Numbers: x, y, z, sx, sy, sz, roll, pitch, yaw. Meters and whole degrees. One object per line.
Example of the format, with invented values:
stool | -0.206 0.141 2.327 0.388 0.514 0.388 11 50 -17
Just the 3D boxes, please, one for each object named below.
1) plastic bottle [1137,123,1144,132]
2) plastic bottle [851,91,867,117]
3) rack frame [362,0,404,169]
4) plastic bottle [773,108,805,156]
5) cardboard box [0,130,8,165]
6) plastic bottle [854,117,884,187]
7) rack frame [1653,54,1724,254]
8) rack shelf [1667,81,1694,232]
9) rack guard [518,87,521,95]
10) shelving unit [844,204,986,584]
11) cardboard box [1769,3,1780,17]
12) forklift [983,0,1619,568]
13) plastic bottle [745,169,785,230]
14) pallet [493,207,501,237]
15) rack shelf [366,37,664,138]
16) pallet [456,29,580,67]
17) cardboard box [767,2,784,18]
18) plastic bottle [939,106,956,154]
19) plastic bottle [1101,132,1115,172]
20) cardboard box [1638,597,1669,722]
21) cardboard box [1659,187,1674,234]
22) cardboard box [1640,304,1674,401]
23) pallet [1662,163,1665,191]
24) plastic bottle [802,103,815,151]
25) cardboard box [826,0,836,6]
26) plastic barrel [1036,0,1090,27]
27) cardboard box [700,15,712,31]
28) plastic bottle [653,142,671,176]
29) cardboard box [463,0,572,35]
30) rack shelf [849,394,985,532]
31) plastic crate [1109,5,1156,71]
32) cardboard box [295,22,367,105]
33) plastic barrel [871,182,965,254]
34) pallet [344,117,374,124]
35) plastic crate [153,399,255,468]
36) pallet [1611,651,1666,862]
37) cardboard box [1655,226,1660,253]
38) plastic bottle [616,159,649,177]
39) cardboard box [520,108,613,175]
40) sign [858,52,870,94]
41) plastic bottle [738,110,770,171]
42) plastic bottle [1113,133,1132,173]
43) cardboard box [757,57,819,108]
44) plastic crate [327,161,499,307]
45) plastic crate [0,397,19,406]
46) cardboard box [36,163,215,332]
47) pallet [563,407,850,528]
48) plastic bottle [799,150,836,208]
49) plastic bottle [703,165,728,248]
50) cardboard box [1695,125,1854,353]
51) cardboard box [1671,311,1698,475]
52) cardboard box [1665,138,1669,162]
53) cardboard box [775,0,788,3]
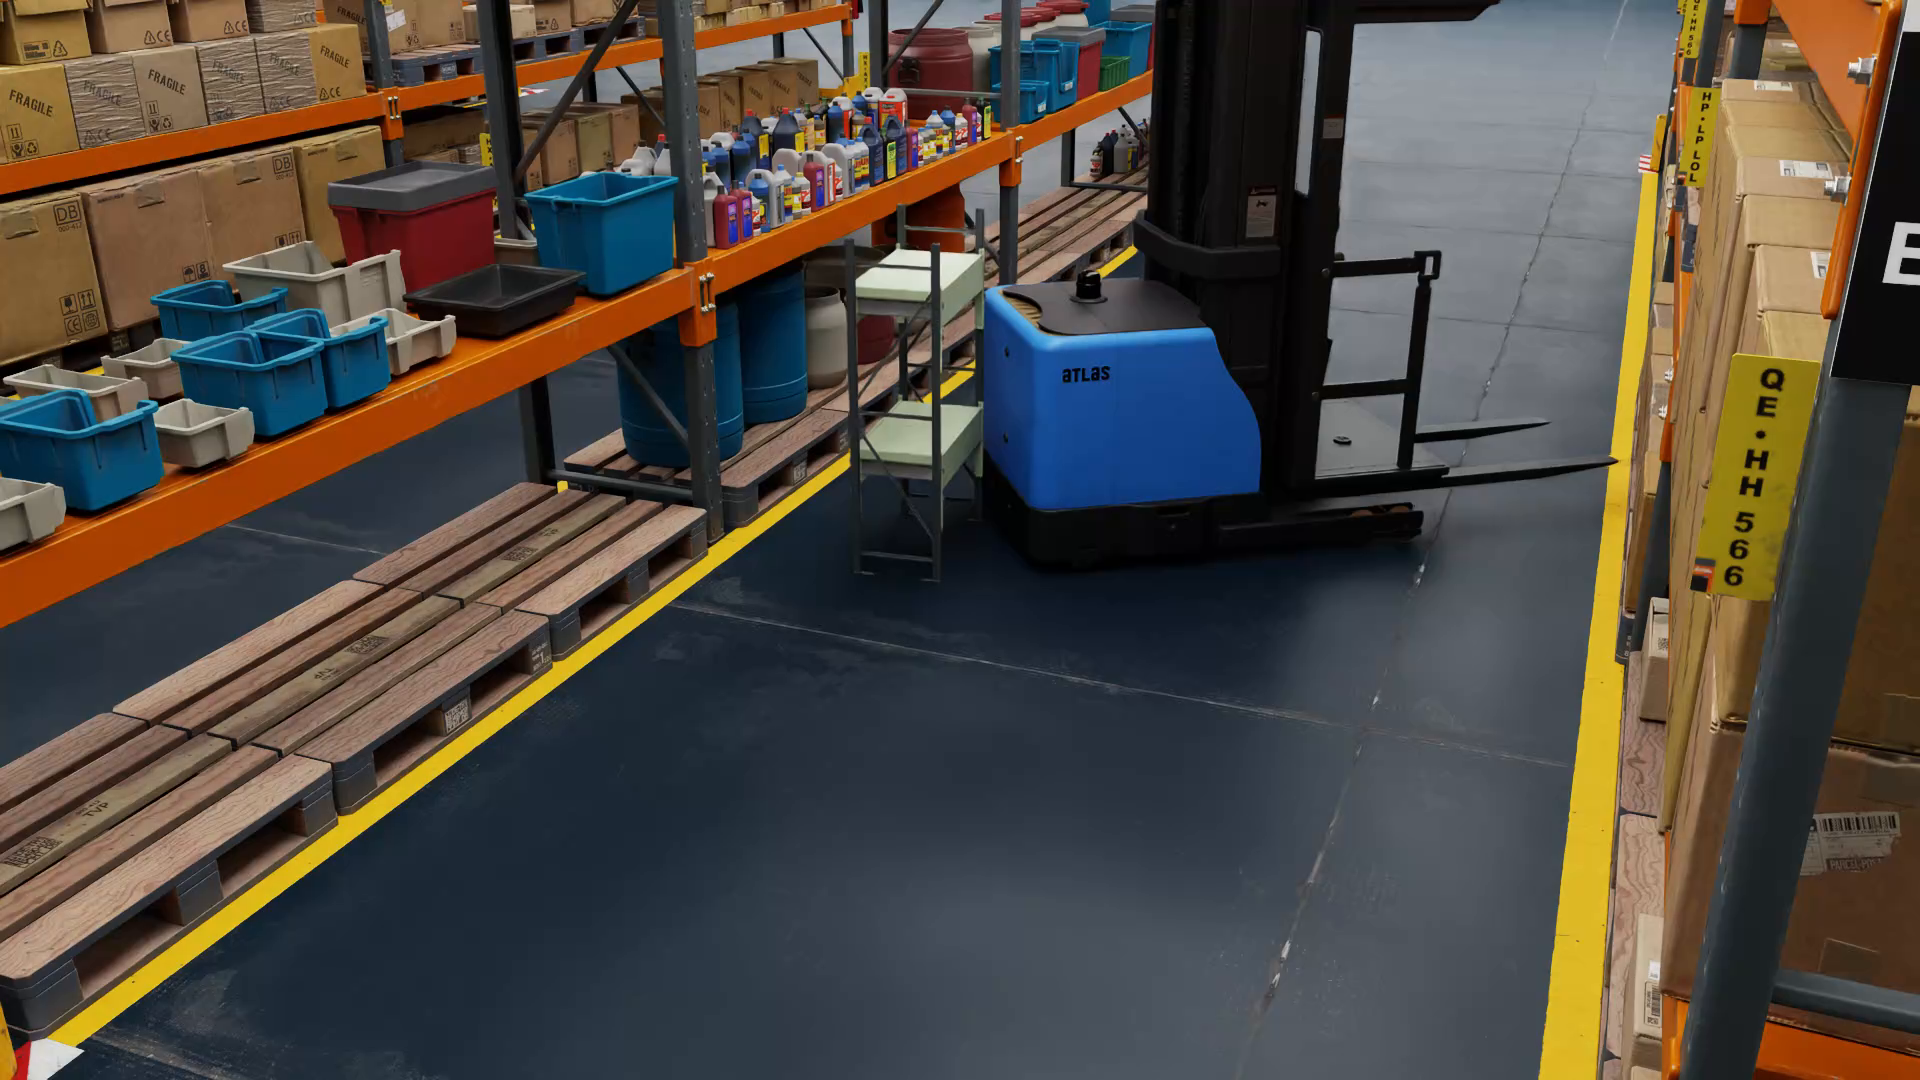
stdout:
plastic bottle | 1.741 -3.927 16.229 0.097 0.271 0.097 0 23 0
plastic bottle | -0.633 -2.677 10.435 0.097 0.271 0.097 0 23 0
rack frame | -4.702 -3.592 12.458 1.000 3.000 0.127 9 24 20
plastic bottle | -0.951 -2.225 9.249 0.144 0.351 0.185 9 24 20
cardboard box | -5.785 -2.336 9.320 0.500 0.500 0.500 9 24 20
plastic bottle | -0.498 -2.080 8.903 0.144 0.351 0.185 9 24 20
rack frame | 5.980 -3.604 12.486 1.000 3.000 0.127 9 24 20
rack shelf | 5.237 -2.556 10.911 1.077 0.370 4.000 9 24 20
rack guard | -6.289 -6.056 21.600 1.175 0.500 0.348 9 24 20
shelving unit | -0.182 -0.660 7.384 0.431 1.500 0.755 6 23 14
cardboard box | 6.260 -4.018 12.505 0.380 0.149 0.250 9 24 20
forklift | 1.660 -1.515 7.575 3.031 2.935 1.130 -5 23 -13
plastic bottle | -0.927 -1.636 7.936 0.152 0.276 0.135 9 24 20
pallet | -4.410 -2.585 13.664 1.003 0.211 1.213 9 24 20
rack shelf | -3.959 -3.976 14.310 1.077 0.370 4.000 9 24 20
pallet | -4.005 -4.218 14.205 1.003 0.211 1.213 9 24 20
cardboard box | -2.104 -5.656 17.724 0.380 0.149 0.250 9 24 20
plastic bottle | -0.075 -2.427 9.835 0.097 0.271 0.097 0 23 0
plastic bottle | 1.354 -3.567 15.263 0.144 0.351 0.185 8 24 19
cardboard box | 2.652 0.416 5.780 0.500 0.311 0.500 9 24 20
cardboard box | 5.213 -2.312 11.687 0.500 0.311 0.500 8 24 18
cardboard box | 3.871 -0.912 8.714 0.500 0.500 0.500 8 24 18
pallet | 7.221 -3.469 15.781 1.003 0.211 1.213 9 24 20
plastic bottle | -0.914 -2.431 9.829 0.061 0.283 0.133 9 24 20
cardboard box | -1.644 -6.207 19.045 0.380 0.149 0.250 9 24 20
plastic barrel | 0.824 -4.066 13.416 0.433 0.535 0.433 0 23 0
cardboard box | -2.685 -5.122 16.447 0.380 0.149 0.250 9 24 20
plastic bottle | -1.418 -1.784 8.193 0.144 0.351 0.185 9 24 20
cardboard box | -3.774 -4.631 14.267 0.797 0.503 0.637 11 25 25
rack shelf | -0.182 -0.359 7.509 0.431 0.370 0.720 6 23 14
plastic crate | 1.487 -4.127 13.655 0.402 0.464 0.583 9 24 20
cardboard box | -4.655 -3.426 11.931 0.500 0.500 0.500 10 25 22
plastic barrel | -0.269 -1.898 10.672 0.600 0.830 0.708 9 24 20
pallet | -7.428 -4.744 18.833 1.003 0.211 1.213 9 24 20
plastic crate | -2.229 -0.313 4.872 0.250 0.136 0.298 9 24 20
pallet | 2.753 0.791 5.582 1.003 0.211 1.213 9 24 20
cardboard box | 5.409 -2.237 12.237 0.500 0.250 0.500 9 24 21
plastic bottle | -1.607 -1.712 8.118 0.152 0.276 0.135 9 24 20
cardboard box | -3.659 -3.688 15.361 0.700 0.500 0.500 9 24 20
sign | -0.617 -3.034 10.911 0.100 0.325 0.005 9 24 20
plastic bottle | -1.142 -2.199 9.186 0.144 0.351 0.185 9 24 20
plastic bottle | 1.488 -3.546 15.214 0.144 0.351 0.185 9 24 20
cardboard box | -1.978 -5.274 19.183 0.500 0.500 0.500 14 26 30
plastic crate | -2.154 -1.225 6.630 0.402 0.464 0.583 9 24 20
plastic crate | -2.819 -0.345 4.950 0.396 0.136 0.243 9 24 20
cardboard box | -5.637 -1.926 10.680 1.225 0.875 0.875 8 24 18
pallet | -1.264 -0.435 8.517 1.003 0.211 1.213 9 24 20
plastic bottle | -0.719 -1.837 8.416 0.152 0.276 0.135 9 24 20
plastic bottle | -1.142 -1.523 7.568 0.144 0.351 0.185 9 24 20
cardboard box | 2.190 -0.752 4.230 0.500 0.500 0.500 8 24 18
cardboard box | 2.379 -0.460 4.830 0.500 0.500 0.500 9 24 21
cardboard box | 6.878 -3.621 15.549 0.500 0.250 0.500 9 24 20
cardboard box | -2.260 -6.076 17.890 0.875 0.500 0.500 9 24 20
